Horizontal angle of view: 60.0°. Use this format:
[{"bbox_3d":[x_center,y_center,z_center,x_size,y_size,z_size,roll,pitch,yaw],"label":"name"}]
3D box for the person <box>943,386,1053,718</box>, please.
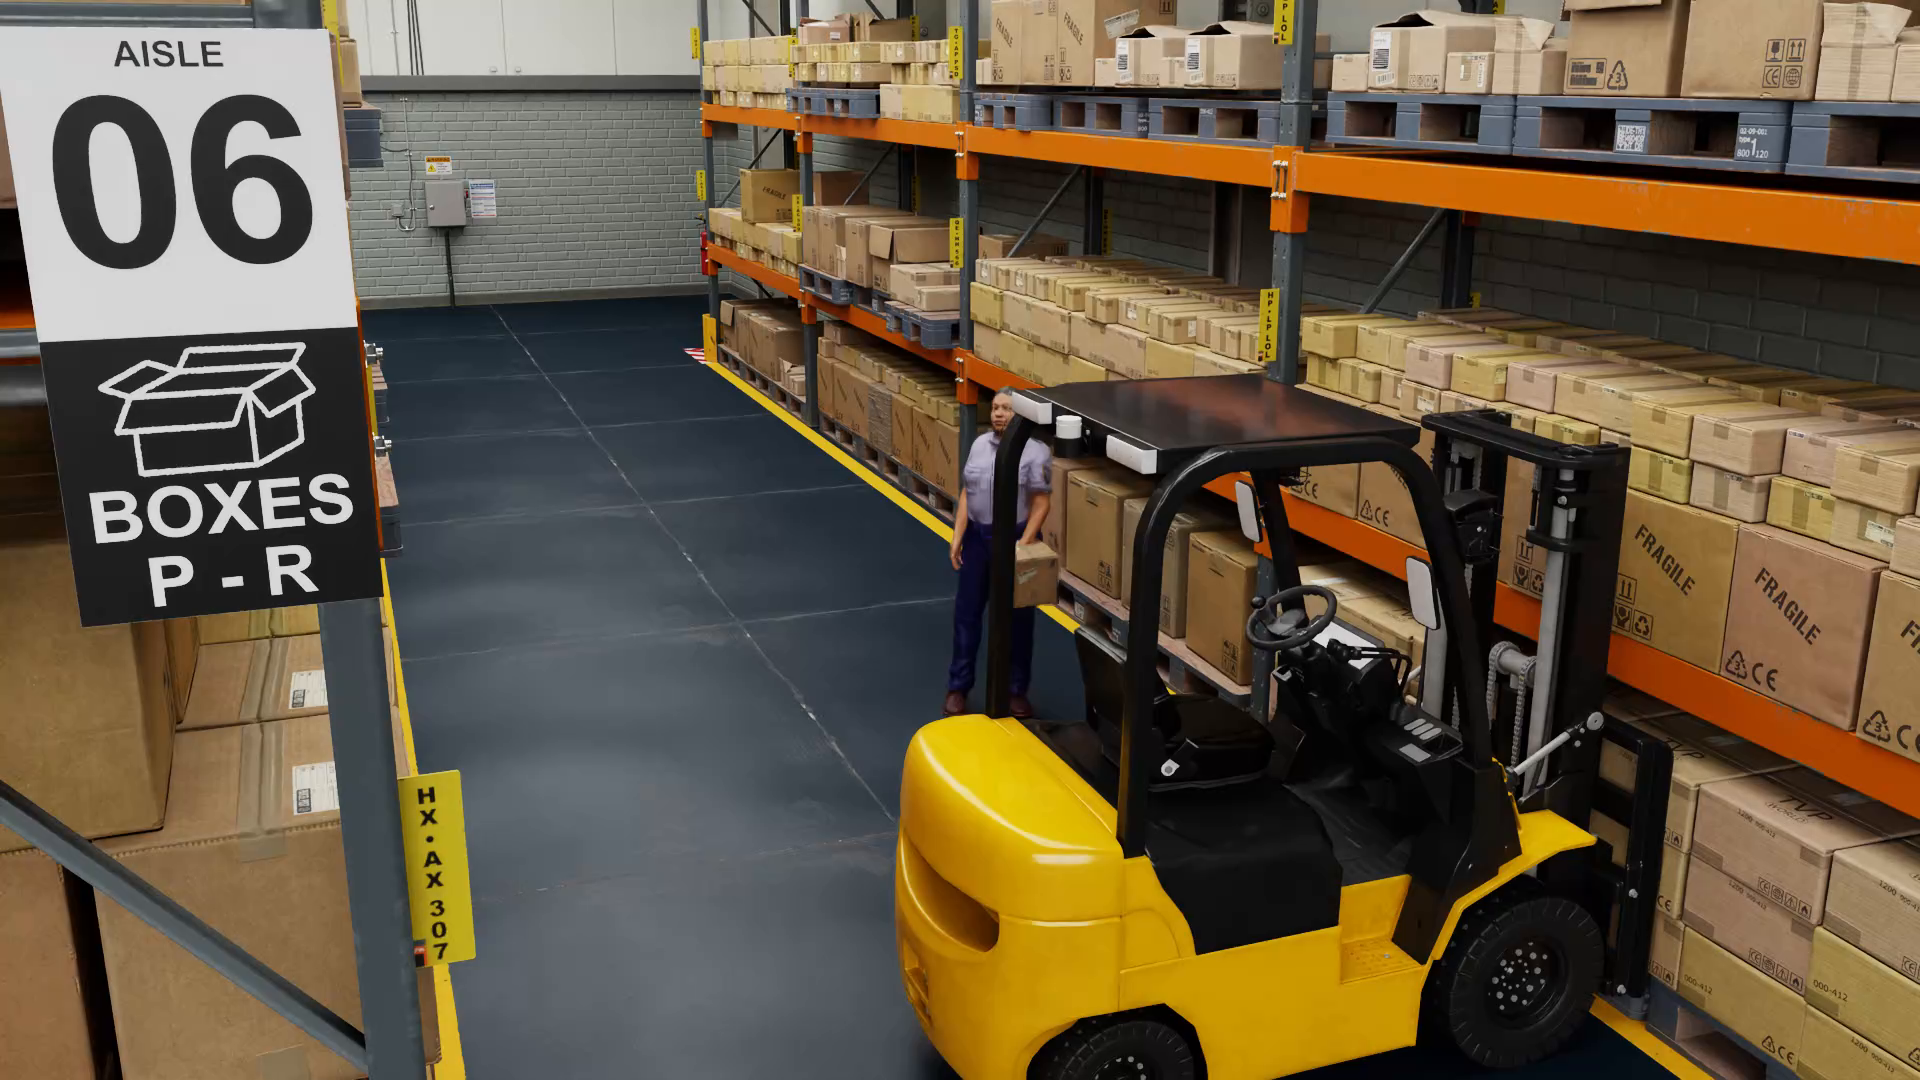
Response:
[{"bbox_3d":[0.188,0.070,8.278,0.518,1.649,0.495,7,17,24],"label":"person"}]
